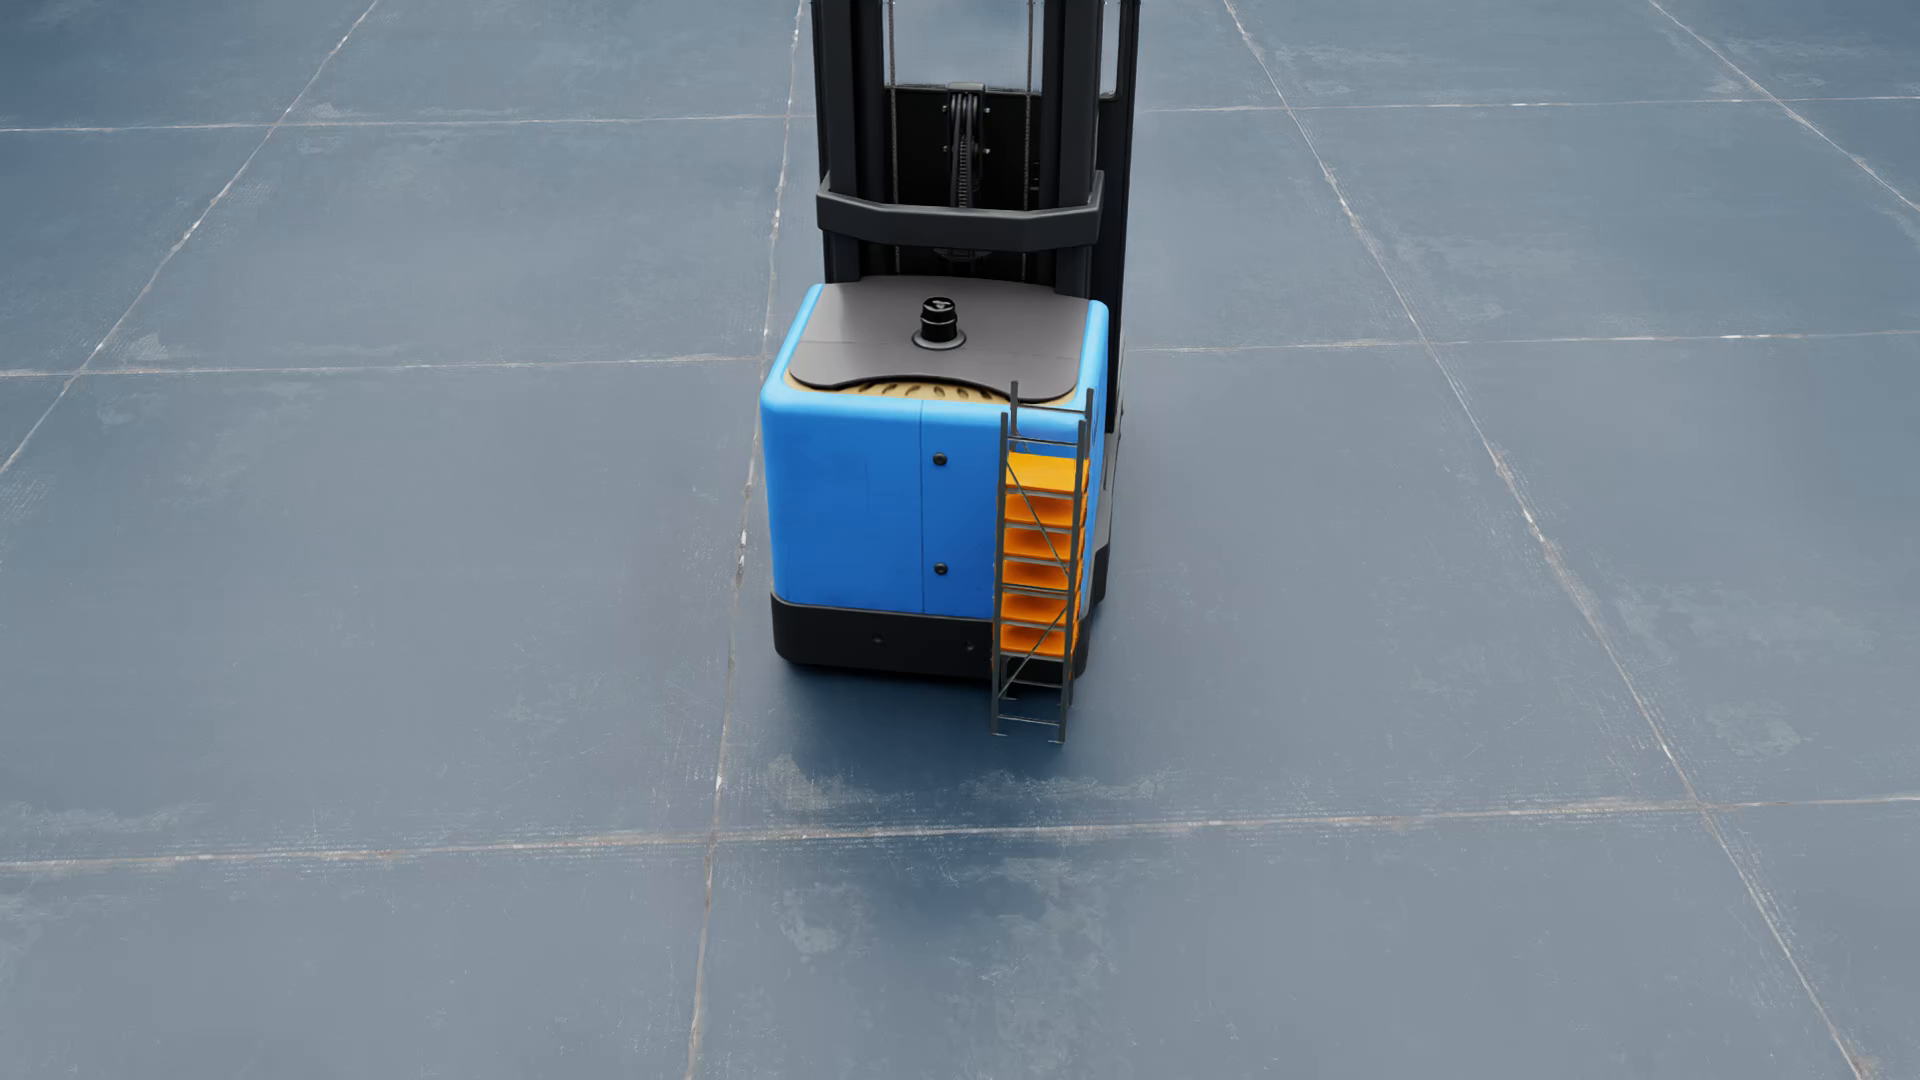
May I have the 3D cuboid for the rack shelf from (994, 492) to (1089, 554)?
[{"bbox_3d":[0.244,-0.065,4.942,0.258,0.103,0.180,7,35,8],"label":"rack shelf"}]

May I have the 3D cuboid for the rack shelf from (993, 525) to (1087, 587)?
[{"bbox_3d":[0.242,0.034,5.011,0.258,0.103,0.180,7,35,8],"label":"rack shelf"}]

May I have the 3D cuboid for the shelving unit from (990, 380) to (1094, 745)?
[{"bbox_3d":[0.241,0.096,5.054,0.258,1.200,0.189,7,35,8],"label":"shelving unit"}]

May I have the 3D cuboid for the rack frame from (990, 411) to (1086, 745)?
[{"bbox_3d":[0.224,0.147,4.980,0.240,1.200,0.006,7,35,8],"label":"rack frame"}]

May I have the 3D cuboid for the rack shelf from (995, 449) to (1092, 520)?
[{"bbox_3d":[0.245,-0.163,4.874,0.258,0.103,0.180,7,35,8],"label":"rack shelf"}]

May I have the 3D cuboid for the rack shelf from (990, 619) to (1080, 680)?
[{"bbox_3d":[0.237,0.329,5.217,0.258,0.103,0.180,7,35,8],"label":"rack shelf"}]

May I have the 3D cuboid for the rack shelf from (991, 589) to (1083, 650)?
[{"bbox_3d":[0.239,0.231,5.148,0.258,0.103,0.180,7,35,8],"label":"rack shelf"}]

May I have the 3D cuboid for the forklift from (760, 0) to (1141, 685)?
[{"bbox_3d":[0.084,-1.558,5.925,1.130,2.935,3.031,4,35,6],"label":"forklift"}]

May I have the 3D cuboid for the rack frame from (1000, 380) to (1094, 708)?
[{"bbox_3d":[0.258,0.044,5.128,0.240,1.200,0.006,7,35,8],"label":"rack frame"}]

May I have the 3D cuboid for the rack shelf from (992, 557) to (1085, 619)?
[{"bbox_3d":[0.240,0.132,5.079,0.258,0.103,0.180,7,35,8],"label":"rack shelf"}]
